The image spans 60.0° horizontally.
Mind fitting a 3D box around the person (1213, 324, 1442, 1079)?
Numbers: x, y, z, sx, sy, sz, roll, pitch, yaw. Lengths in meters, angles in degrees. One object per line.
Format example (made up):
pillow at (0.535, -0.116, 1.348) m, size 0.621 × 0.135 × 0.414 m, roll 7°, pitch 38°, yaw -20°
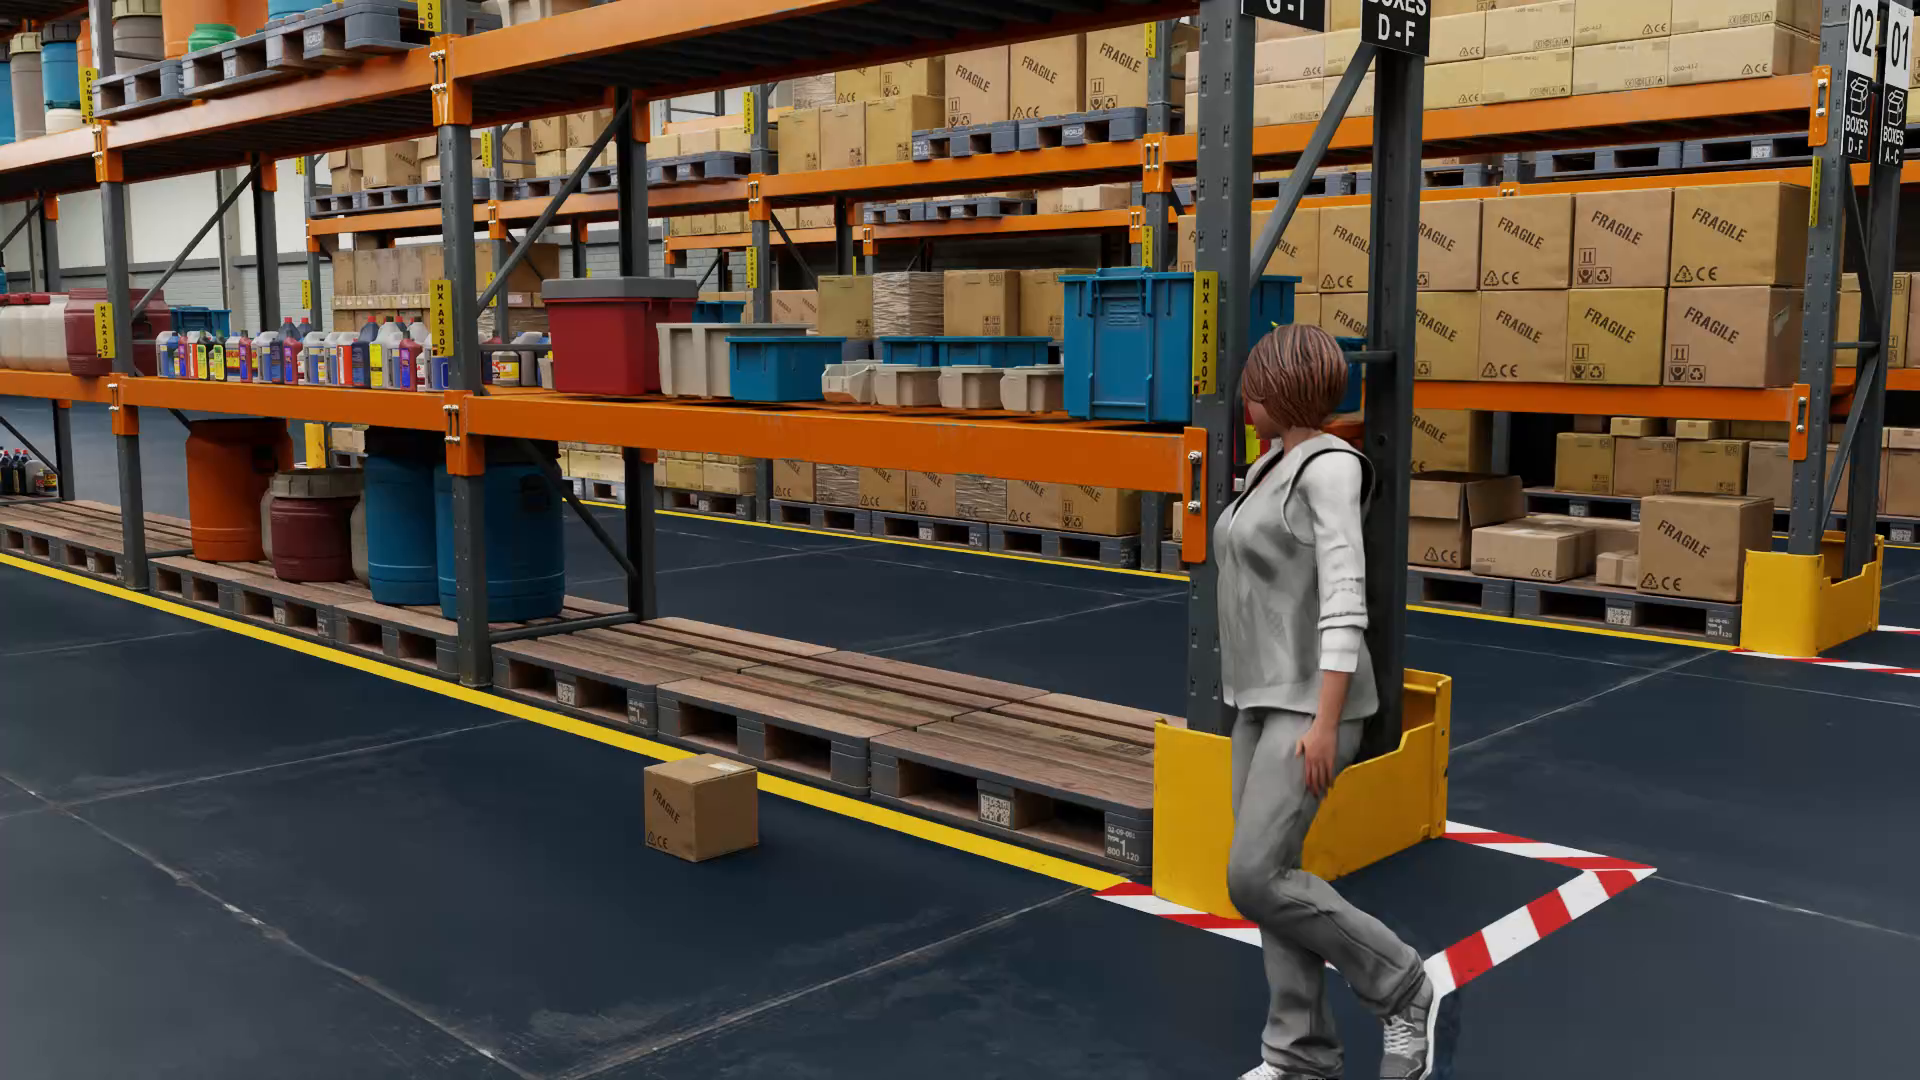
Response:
person at (0.704, 0.361, 3.369) m, size 0.474 × 1.564 × 0.466 m, roll -1°, pitch 7°, yaw -12°
